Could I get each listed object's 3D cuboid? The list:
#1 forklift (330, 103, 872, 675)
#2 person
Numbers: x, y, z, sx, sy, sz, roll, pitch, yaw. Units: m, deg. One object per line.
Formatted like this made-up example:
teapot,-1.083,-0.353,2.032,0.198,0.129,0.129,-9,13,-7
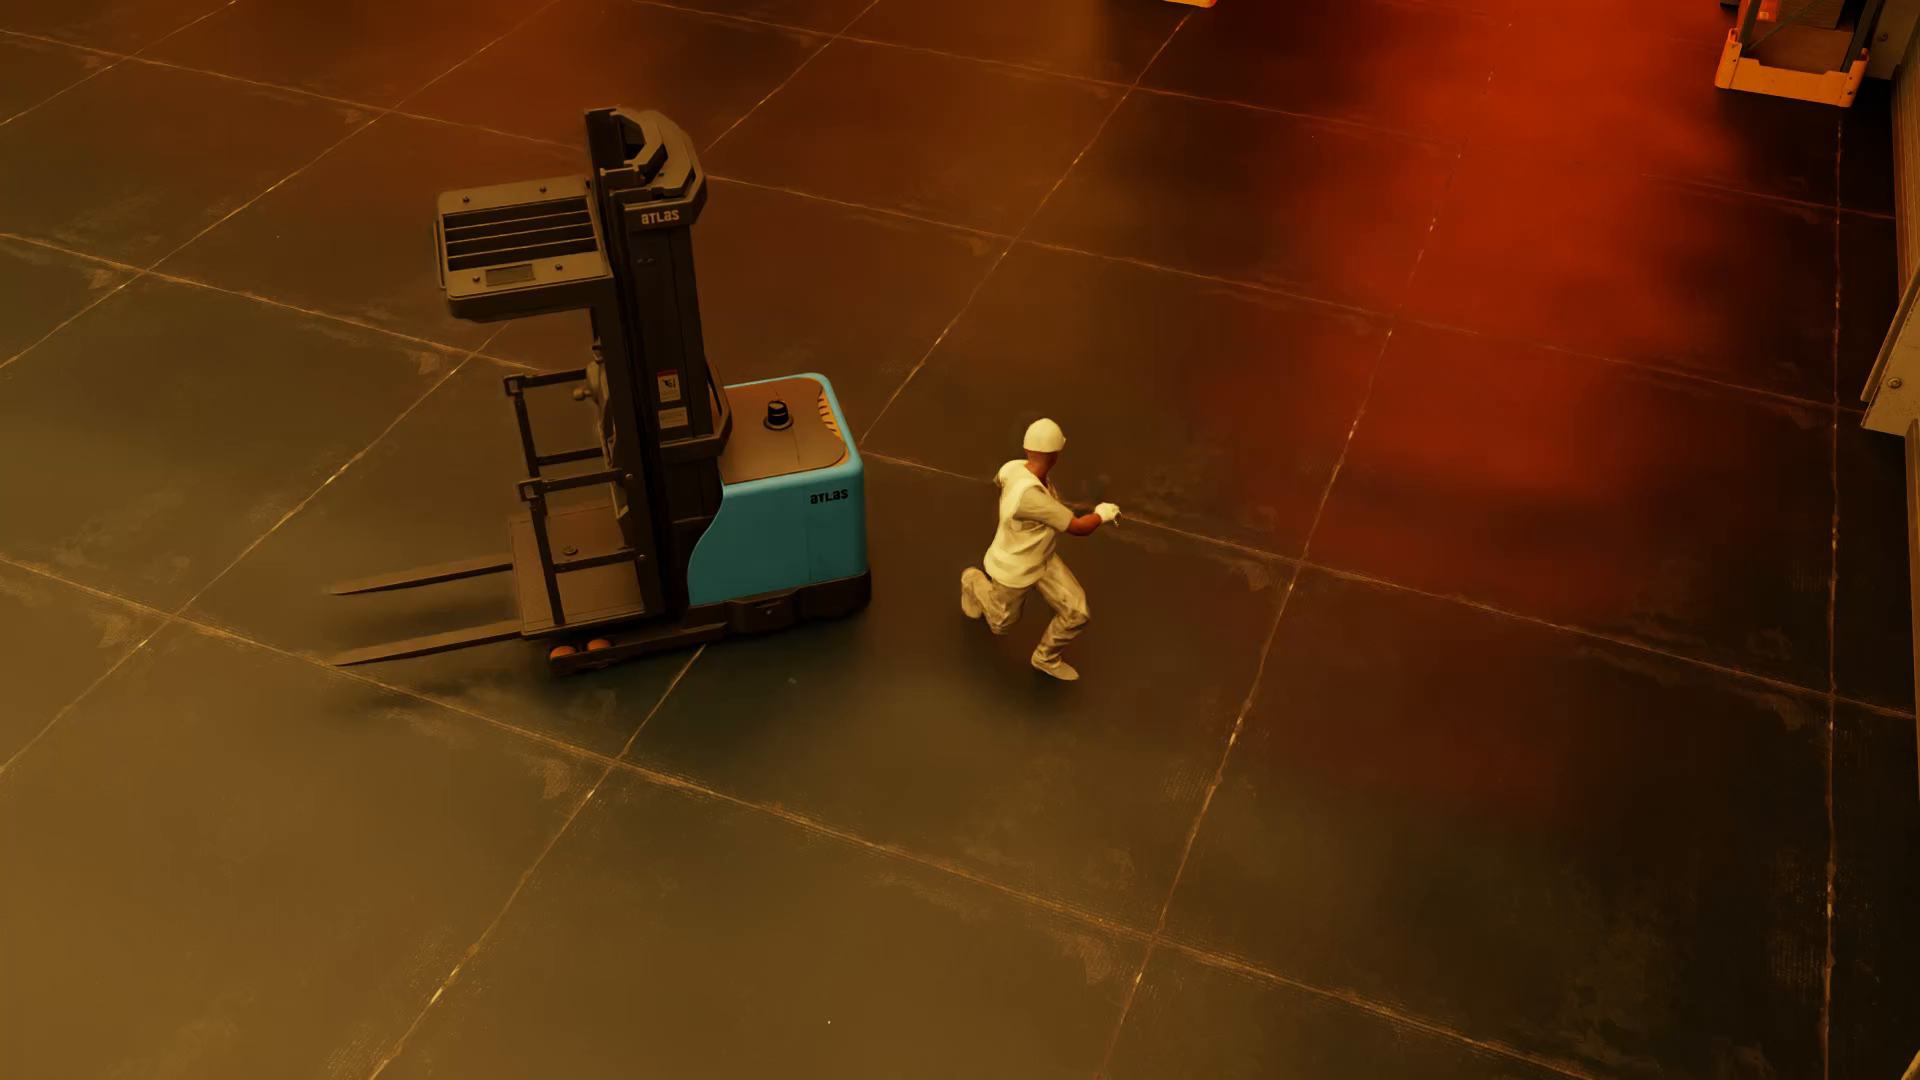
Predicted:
forklift,-2.094,-0.743,8.894,3.031,2.935,1.130,-11,41,-12
person,0.383,-0.006,9.154,0.939,1.543,0.697,25,46,27
